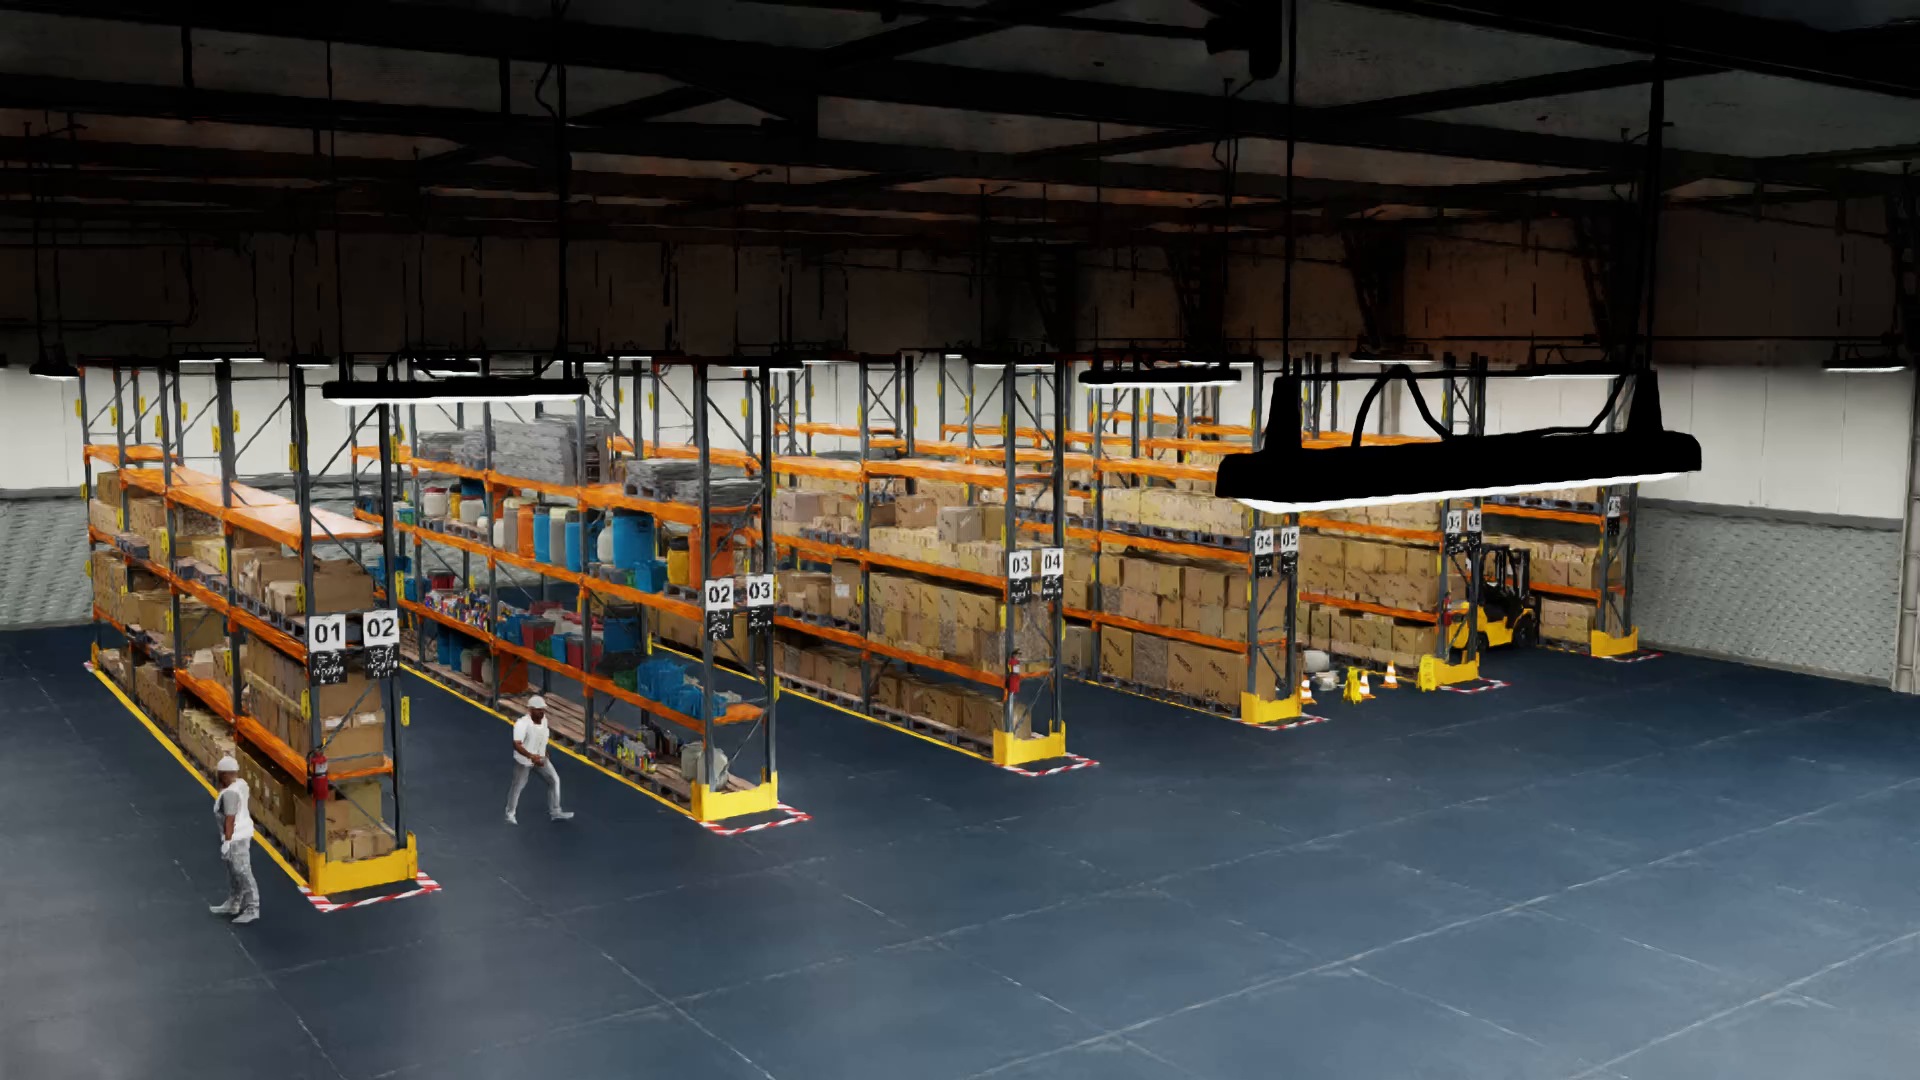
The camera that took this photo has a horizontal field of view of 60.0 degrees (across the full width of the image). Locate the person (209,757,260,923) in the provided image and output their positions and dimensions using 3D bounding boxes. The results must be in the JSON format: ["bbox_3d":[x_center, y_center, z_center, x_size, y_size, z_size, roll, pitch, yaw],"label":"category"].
[{"bbox_3d":[-7.948,3.238,18.132,0.557,1.784,0.639,-2,7,-16],"label":"person"}]

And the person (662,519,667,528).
[{"bbox_3d":[-7.924,0.224,43.615,0.502,1.663,0.665,2,7,13],"label":"person"}]

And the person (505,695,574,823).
[{"bbox_3d":[-5.591,2.850,21.717,0.801,1.698,0.706,5,8,34],"label":"person"}]
